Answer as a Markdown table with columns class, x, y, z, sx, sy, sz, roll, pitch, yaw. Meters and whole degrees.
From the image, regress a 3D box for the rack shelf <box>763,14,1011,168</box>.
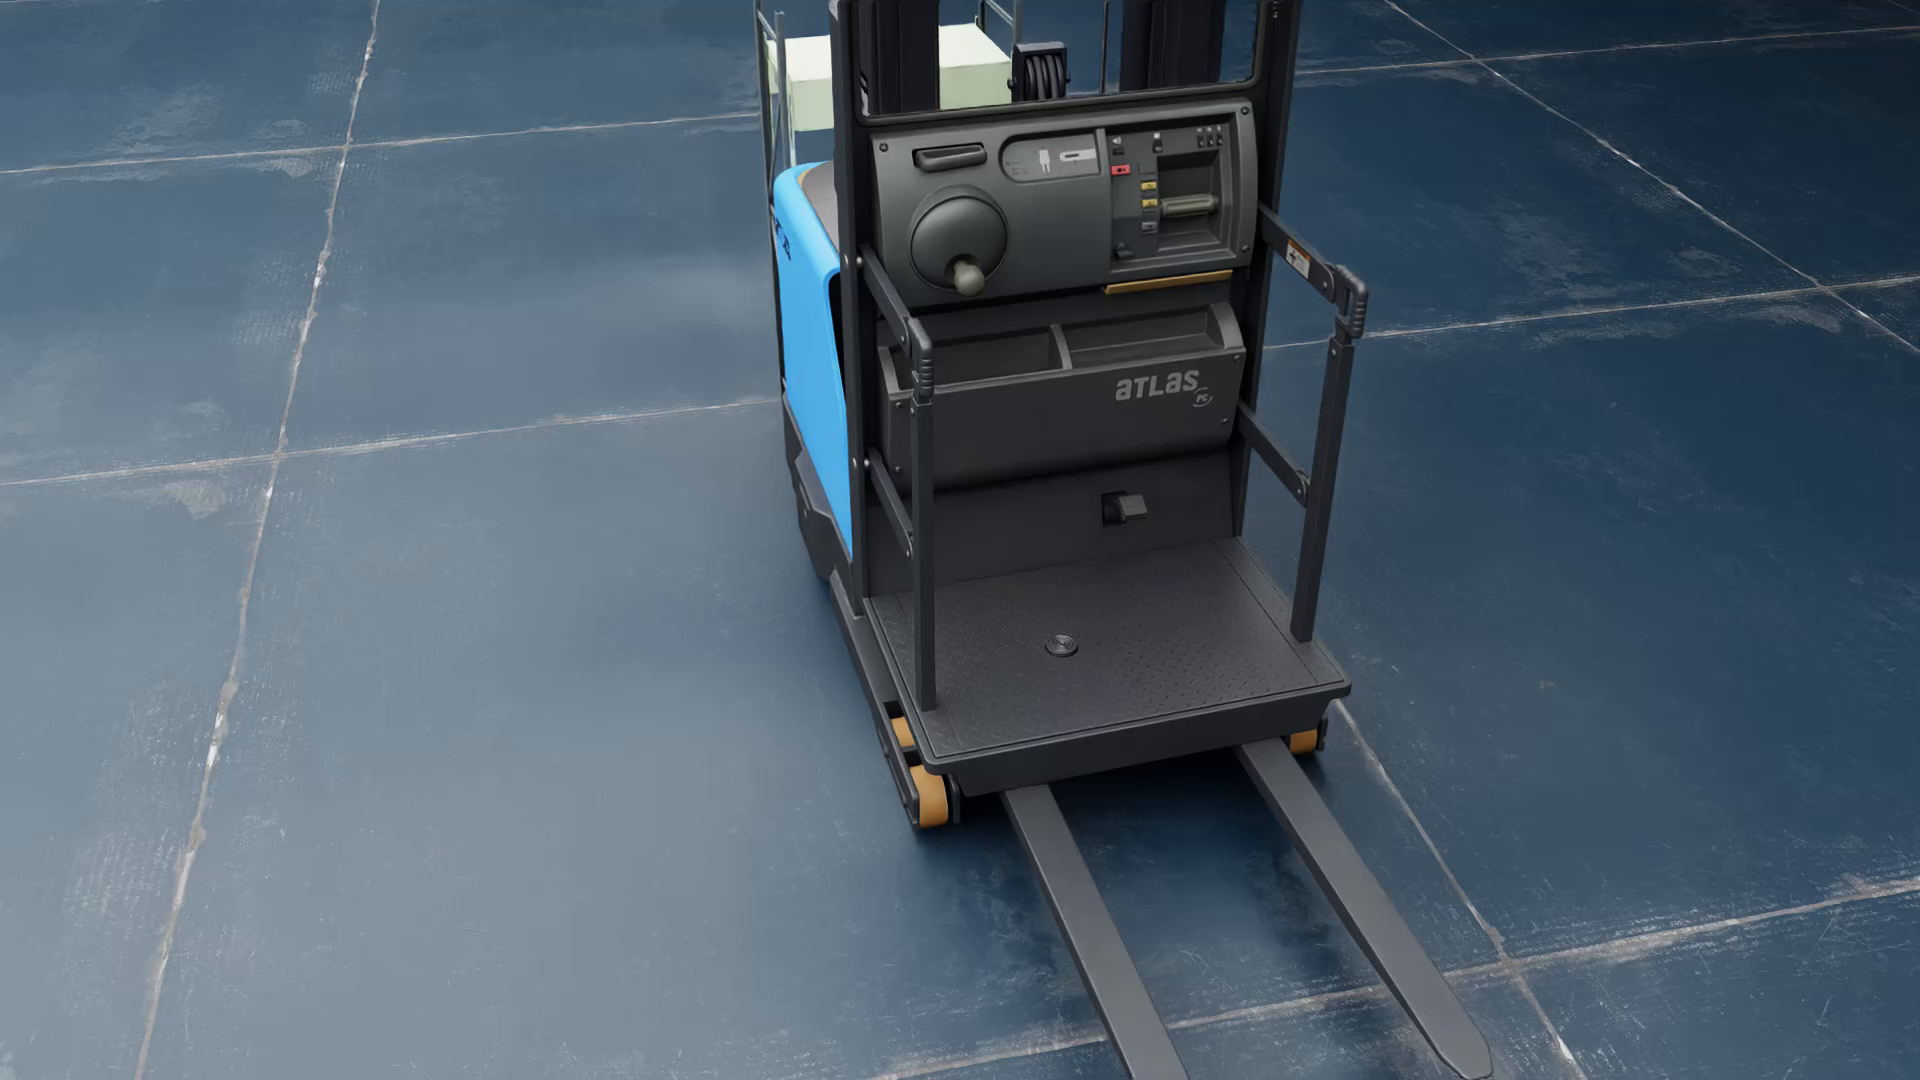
| class | x | y | z | sx | sy | sz | roll | pitch | yaw |
| --- | --- | --- | --- | --- | --- | --- | --- | --- | --- |
| rack shelf | -0.229 | -1.398 | 5.287 | 0.720 | 0.370 | 0.431 | -9 | 35 | -14 |

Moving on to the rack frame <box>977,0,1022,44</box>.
| class | x | y | z | sx | sy | sz | roll | pitch | yaw |
| --- | --- | --- | --- | --- | --- | --- | --- | --- | --- |
| rack frame | 0.122 | -1.132 | 5.591 | 0.023 | 1.500 | 0.400 | -9 | 35 | -14 |

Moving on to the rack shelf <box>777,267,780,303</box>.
| class | x | y | z | sx | sy | sz | roll | pitch | yaw |
| --- | --- | --- | --- | --- | --- | --- | --- | --- | --- |
| rack shelf | -0.229 | -0.803 | 5.686 | 0.720 | 0.370 | 0.431 | -9 | 35 | -14 |

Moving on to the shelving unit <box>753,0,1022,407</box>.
| class | x | y | z | sx | sy | sz | roll | pitch | yaw |
| --- | --- | --- | --- | --- | --- | --- | --- | --- | --- |
| shelving unit | -0.229 | -1.074 | 5.504 | 0.755 | 1.500 | 0.431 | -9 | 35 | -14 |

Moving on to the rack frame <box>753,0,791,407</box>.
| class | x | y | z | sx | sy | sz | roll | pitch | yaw |
| --- | --- | --- | --- | --- | --- | --- | --- | --- | --- |
| rack frame | -0.580 | -1.016 | 5.418 | 0.023 | 1.500 | 0.400 | -9 | 35 | -14 |

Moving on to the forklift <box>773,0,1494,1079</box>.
| class | x | y | z | sx | sy | sz | roll | pitch | yaw |
| --- | --- | --- | --- | --- | --- | --- | --- | --- | --- |
| forklift | 0.319 | -0.739 | 3.720 | 1.130 | 2.935 | 3.031 | -9 | 35 | -13 |
